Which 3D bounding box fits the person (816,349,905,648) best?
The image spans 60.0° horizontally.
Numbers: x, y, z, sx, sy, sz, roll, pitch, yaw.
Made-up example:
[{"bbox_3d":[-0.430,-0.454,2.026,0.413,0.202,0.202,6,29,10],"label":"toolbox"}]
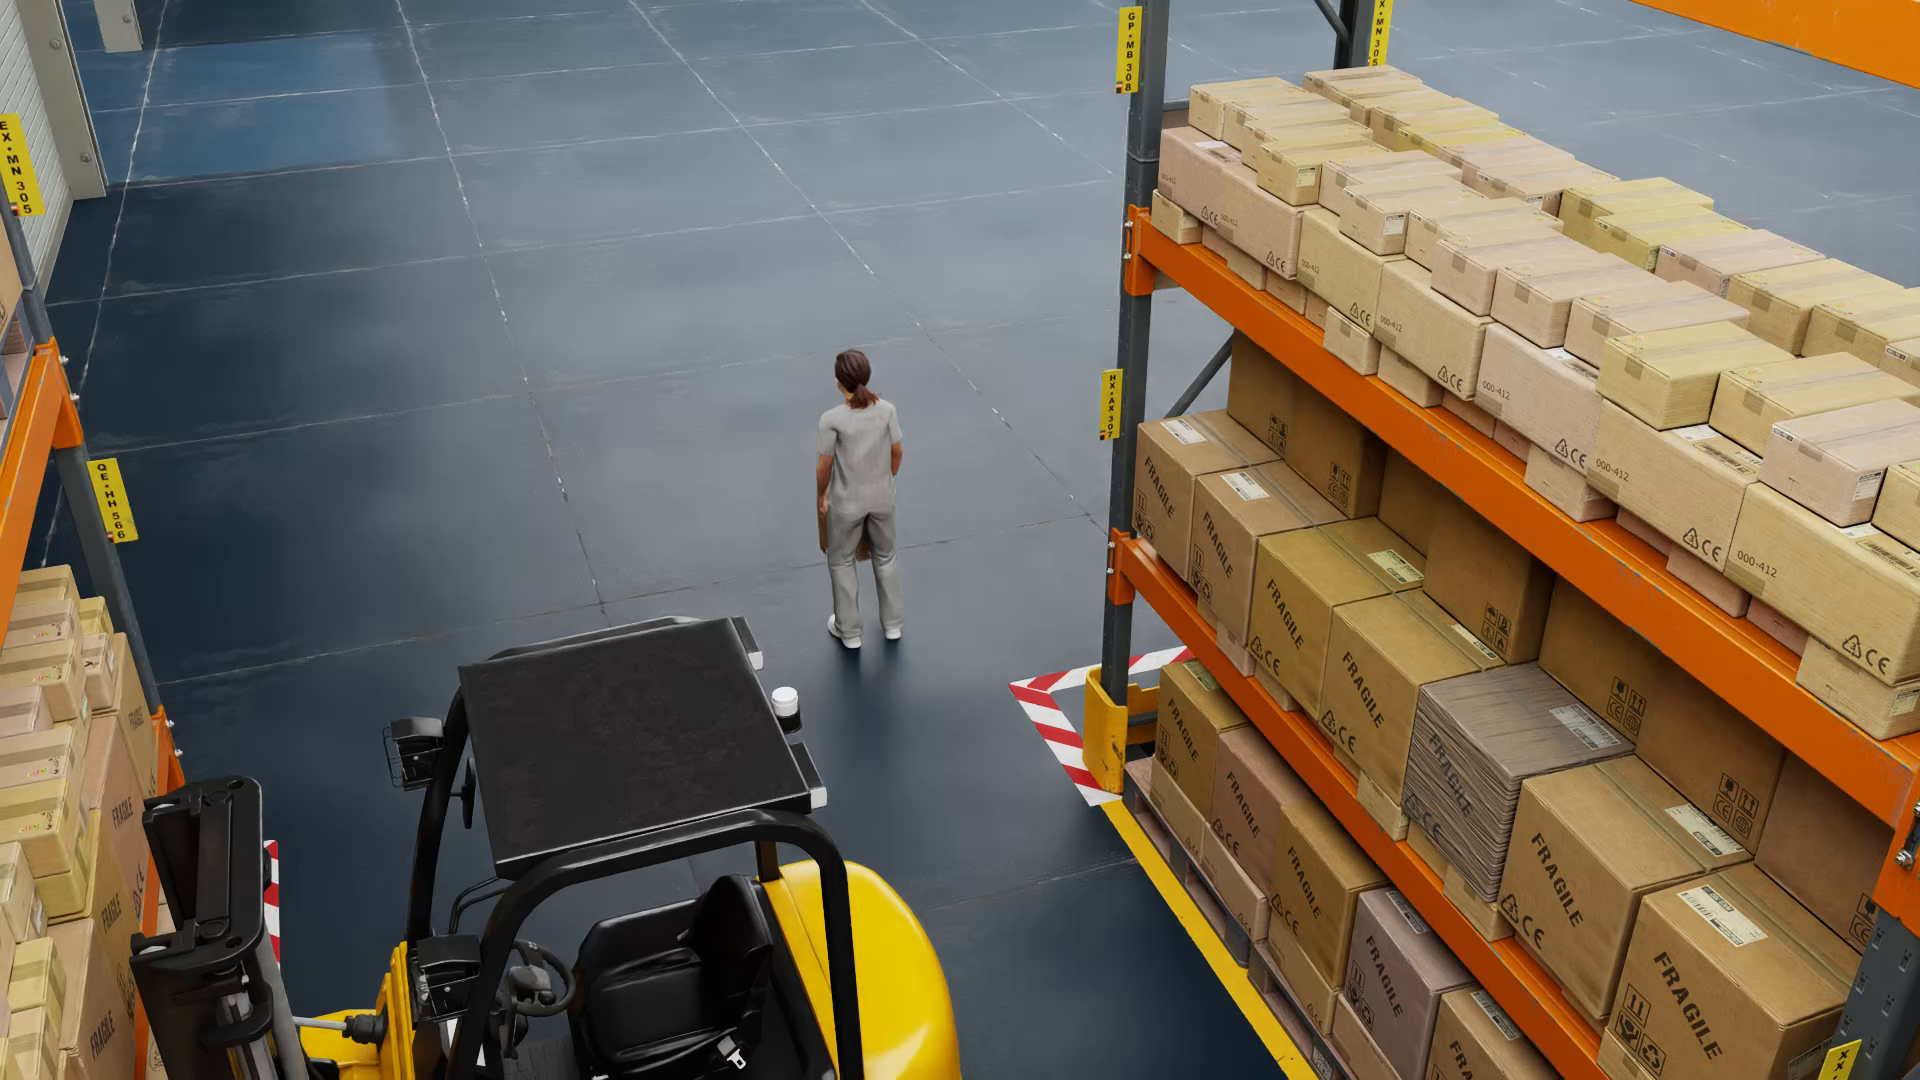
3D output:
[{"bbox_3d":[-0.523,-0.209,8.700,0.475,1.676,0.360,-11,32,-19],"label":"person"}]
